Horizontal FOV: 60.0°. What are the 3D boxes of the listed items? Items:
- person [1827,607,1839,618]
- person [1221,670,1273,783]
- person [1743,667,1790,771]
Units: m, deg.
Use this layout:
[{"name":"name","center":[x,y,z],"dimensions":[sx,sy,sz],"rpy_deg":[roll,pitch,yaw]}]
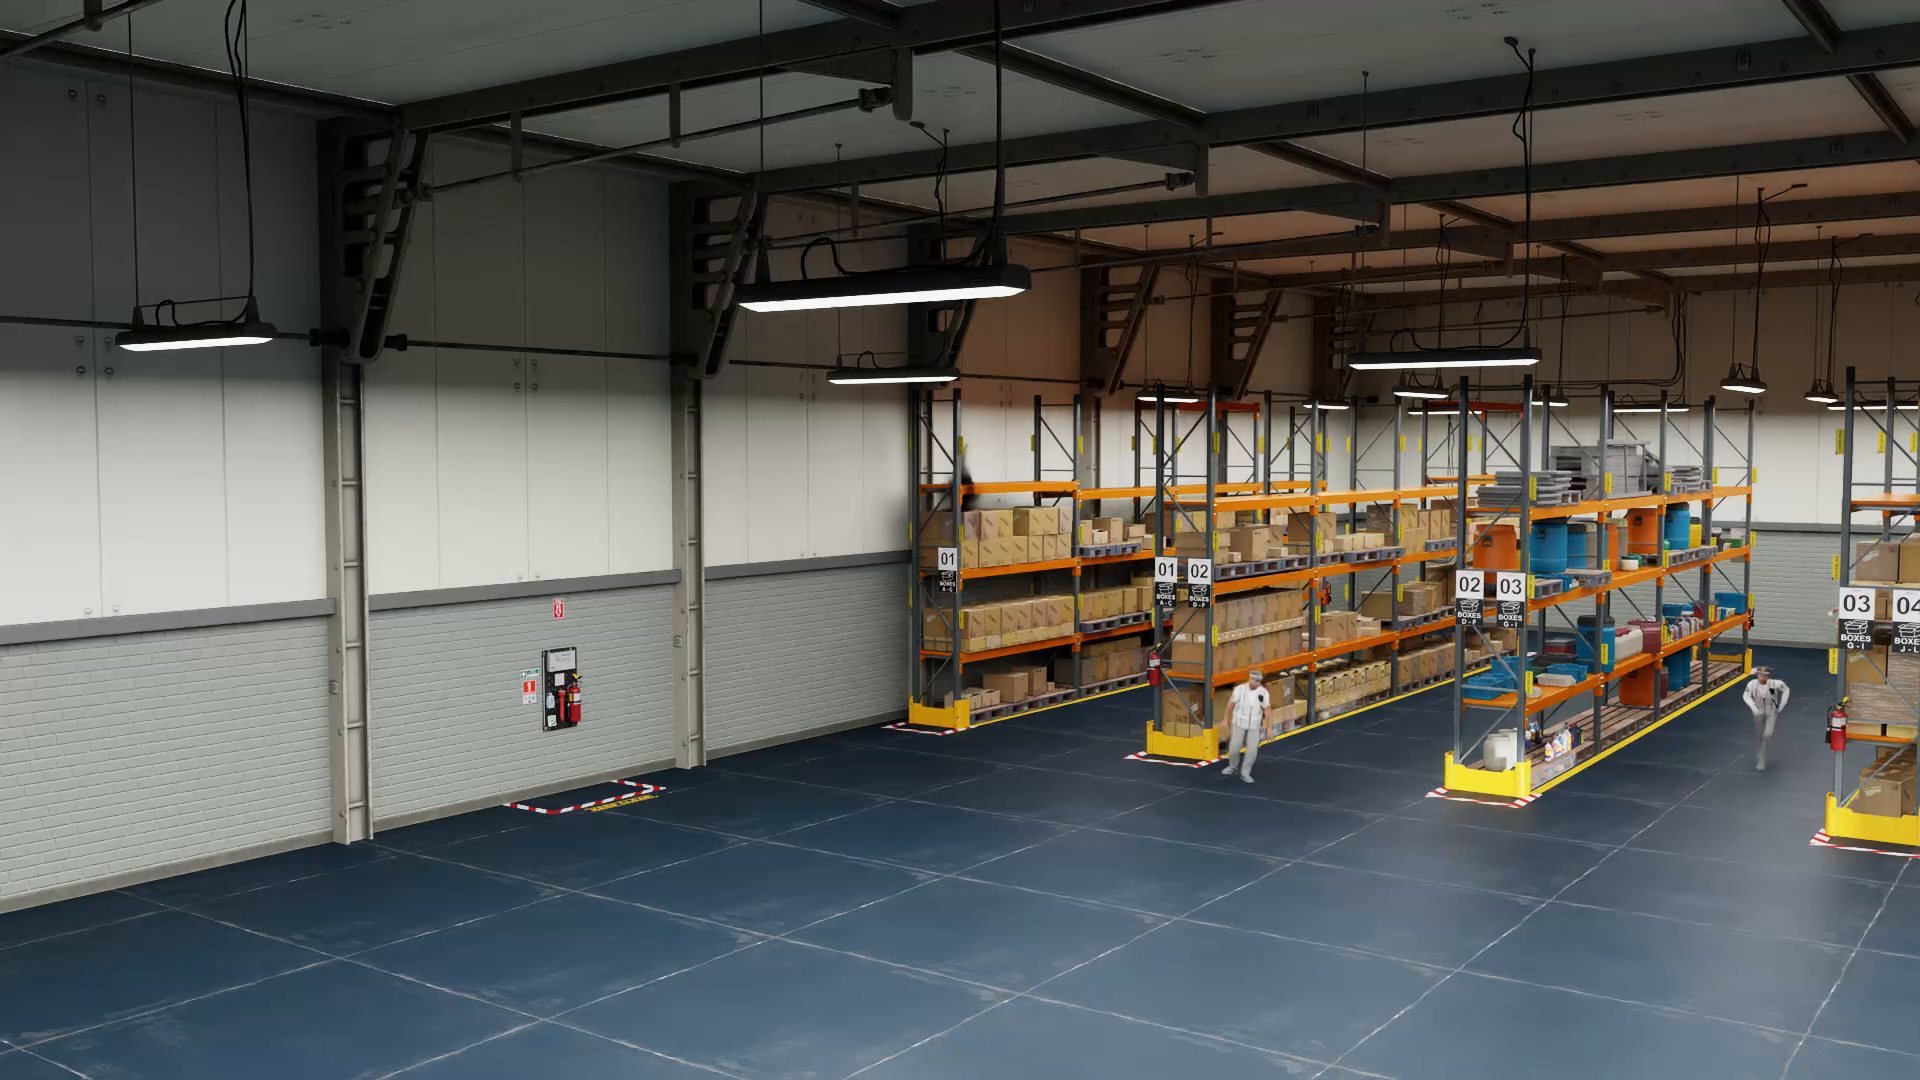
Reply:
[{"name":"person","center":[20.432,2.096,38.111],"dimensions":[0.659,1.447,1.035],"rpy_deg":[-1,3,-11]},{"name":"person","center":[4.252,2.748,24.657],"dimensions":[0.693,1.704,0.608],"rpy_deg":[0,3,-4]},{"name":"person","center":[12.583,2.742,25.965],"dimensions":[0.657,1.631,0.982],"rpy_deg":[2,4,26]}]
